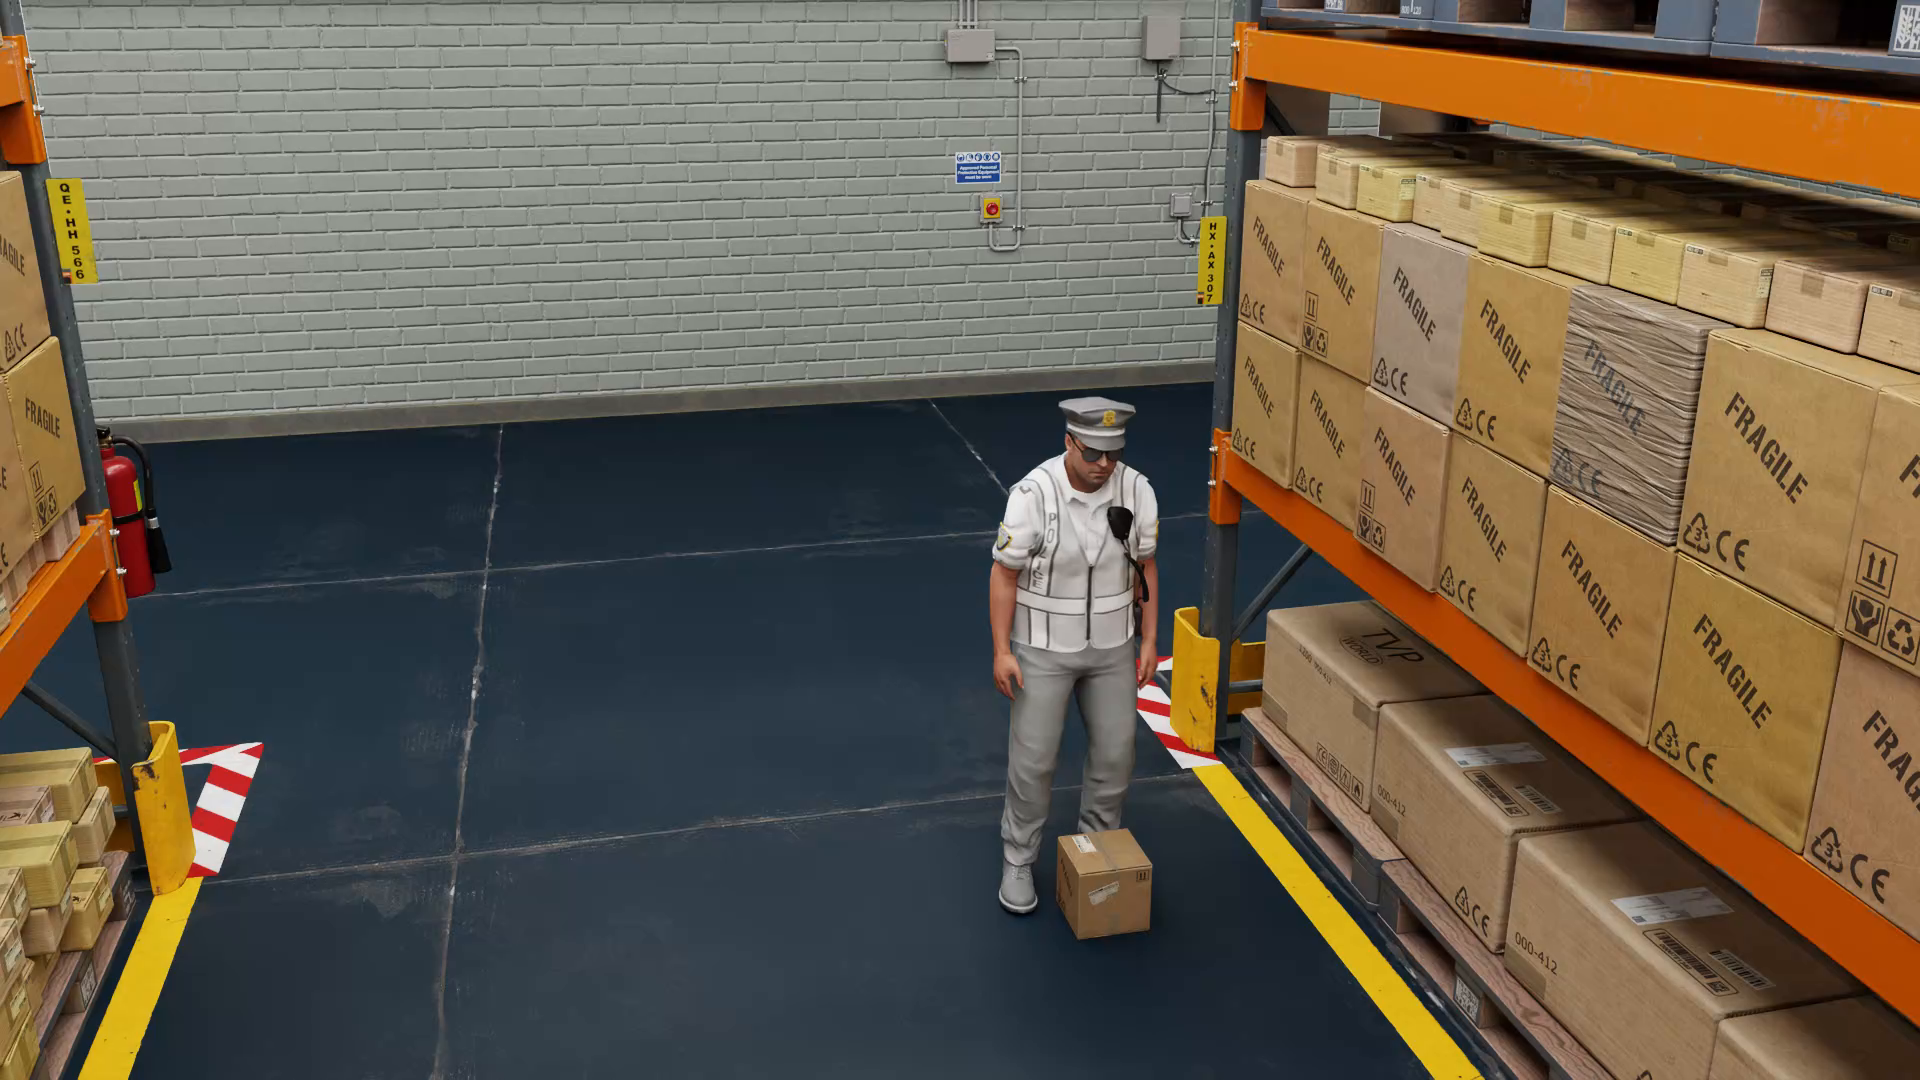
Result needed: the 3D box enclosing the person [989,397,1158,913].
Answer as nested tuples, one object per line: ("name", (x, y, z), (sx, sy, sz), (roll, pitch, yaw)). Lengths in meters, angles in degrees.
("person", (0.383, 0.356, 5.556), (0.585, 1.744, 0.443), (-5, 20, -13))
